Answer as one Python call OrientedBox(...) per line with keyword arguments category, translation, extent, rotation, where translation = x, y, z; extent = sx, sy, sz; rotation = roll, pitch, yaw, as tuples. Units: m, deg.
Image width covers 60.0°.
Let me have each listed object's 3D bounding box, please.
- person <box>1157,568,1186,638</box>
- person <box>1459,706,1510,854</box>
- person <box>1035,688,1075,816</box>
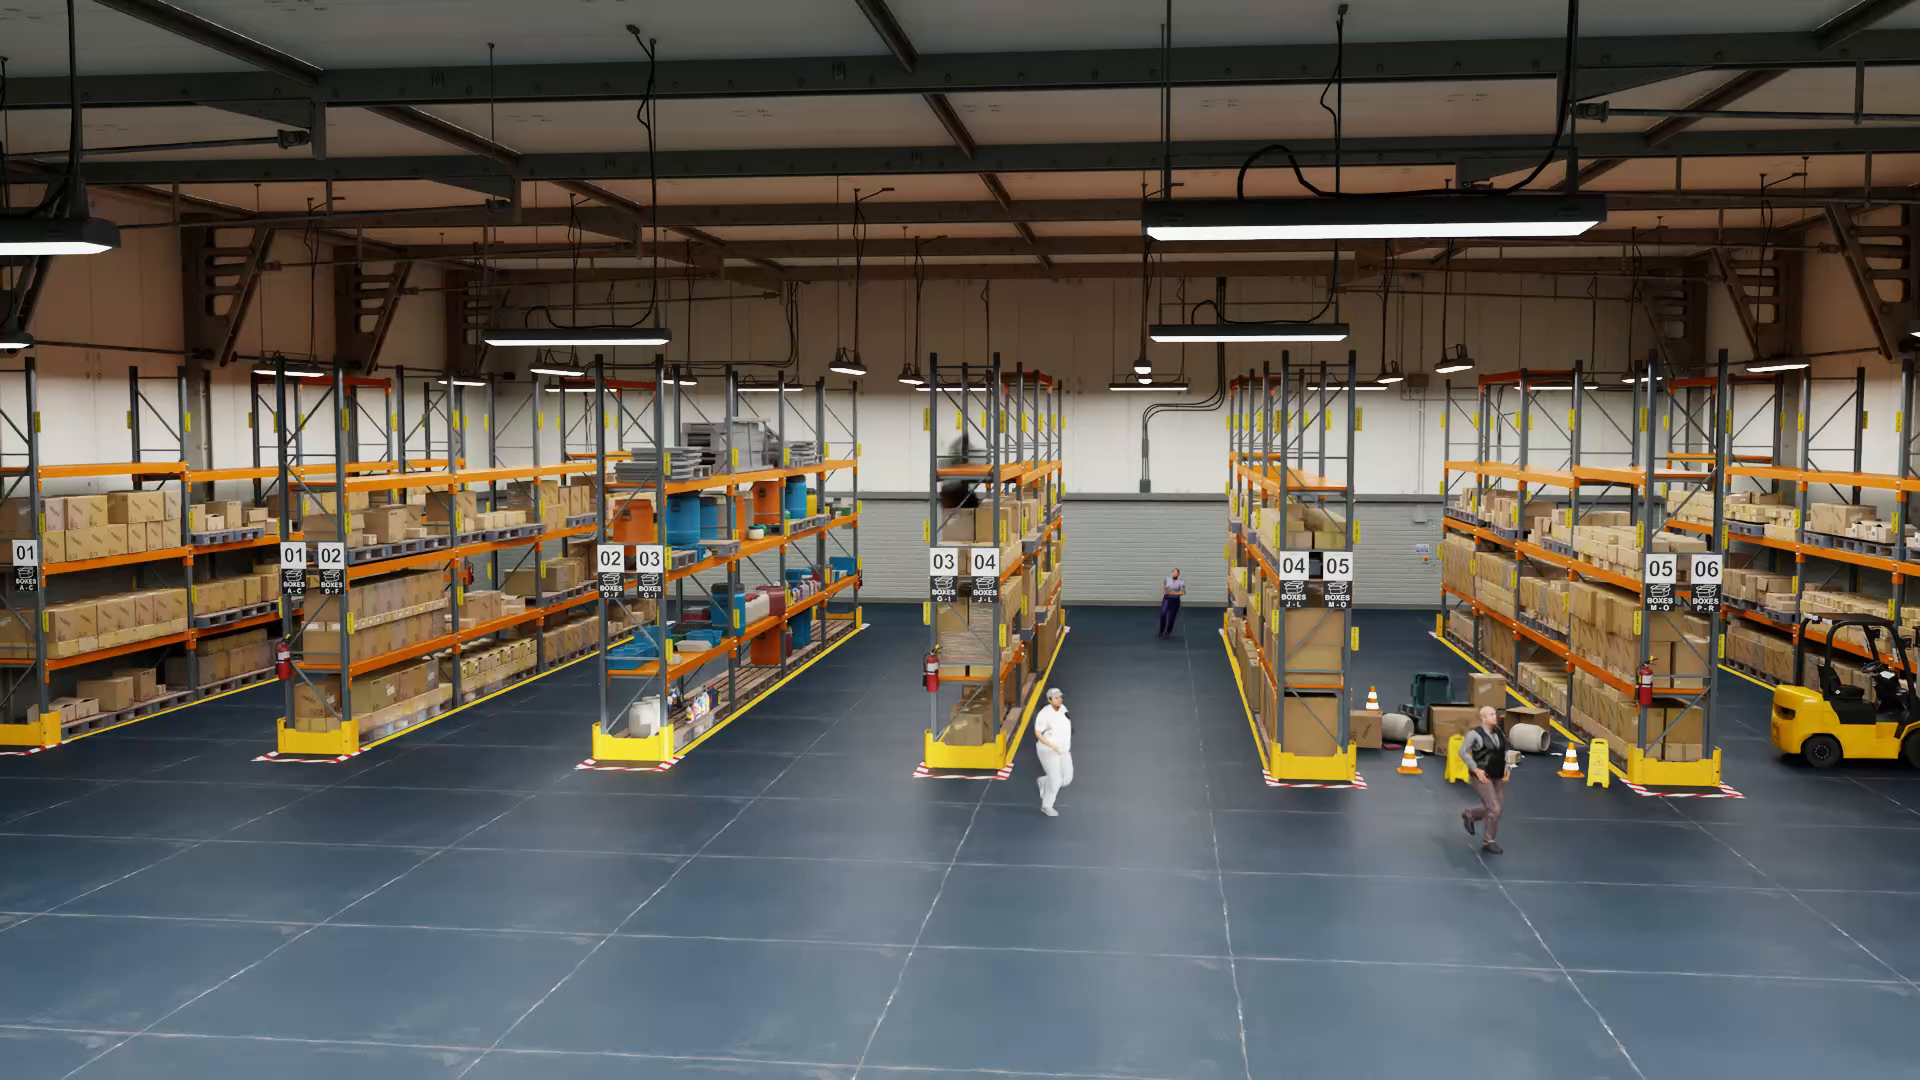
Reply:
OrientedBox(category="person", translation=(4.942, 1.473, 38.737), extent=(0.653, 1.642, 0.652), rotation=(1, 4, 15))
OrientedBox(category="person", translation=(6.143, 2.785, 19.556), extent=(0.681, 1.692, 0.713), rotation=(-2, 5, -31))
OrientedBox(category="person", translation=(1.188, 2.697, 21.293), extent=(0.606, 1.637, 0.600), rotation=(-3, 5, -41))
